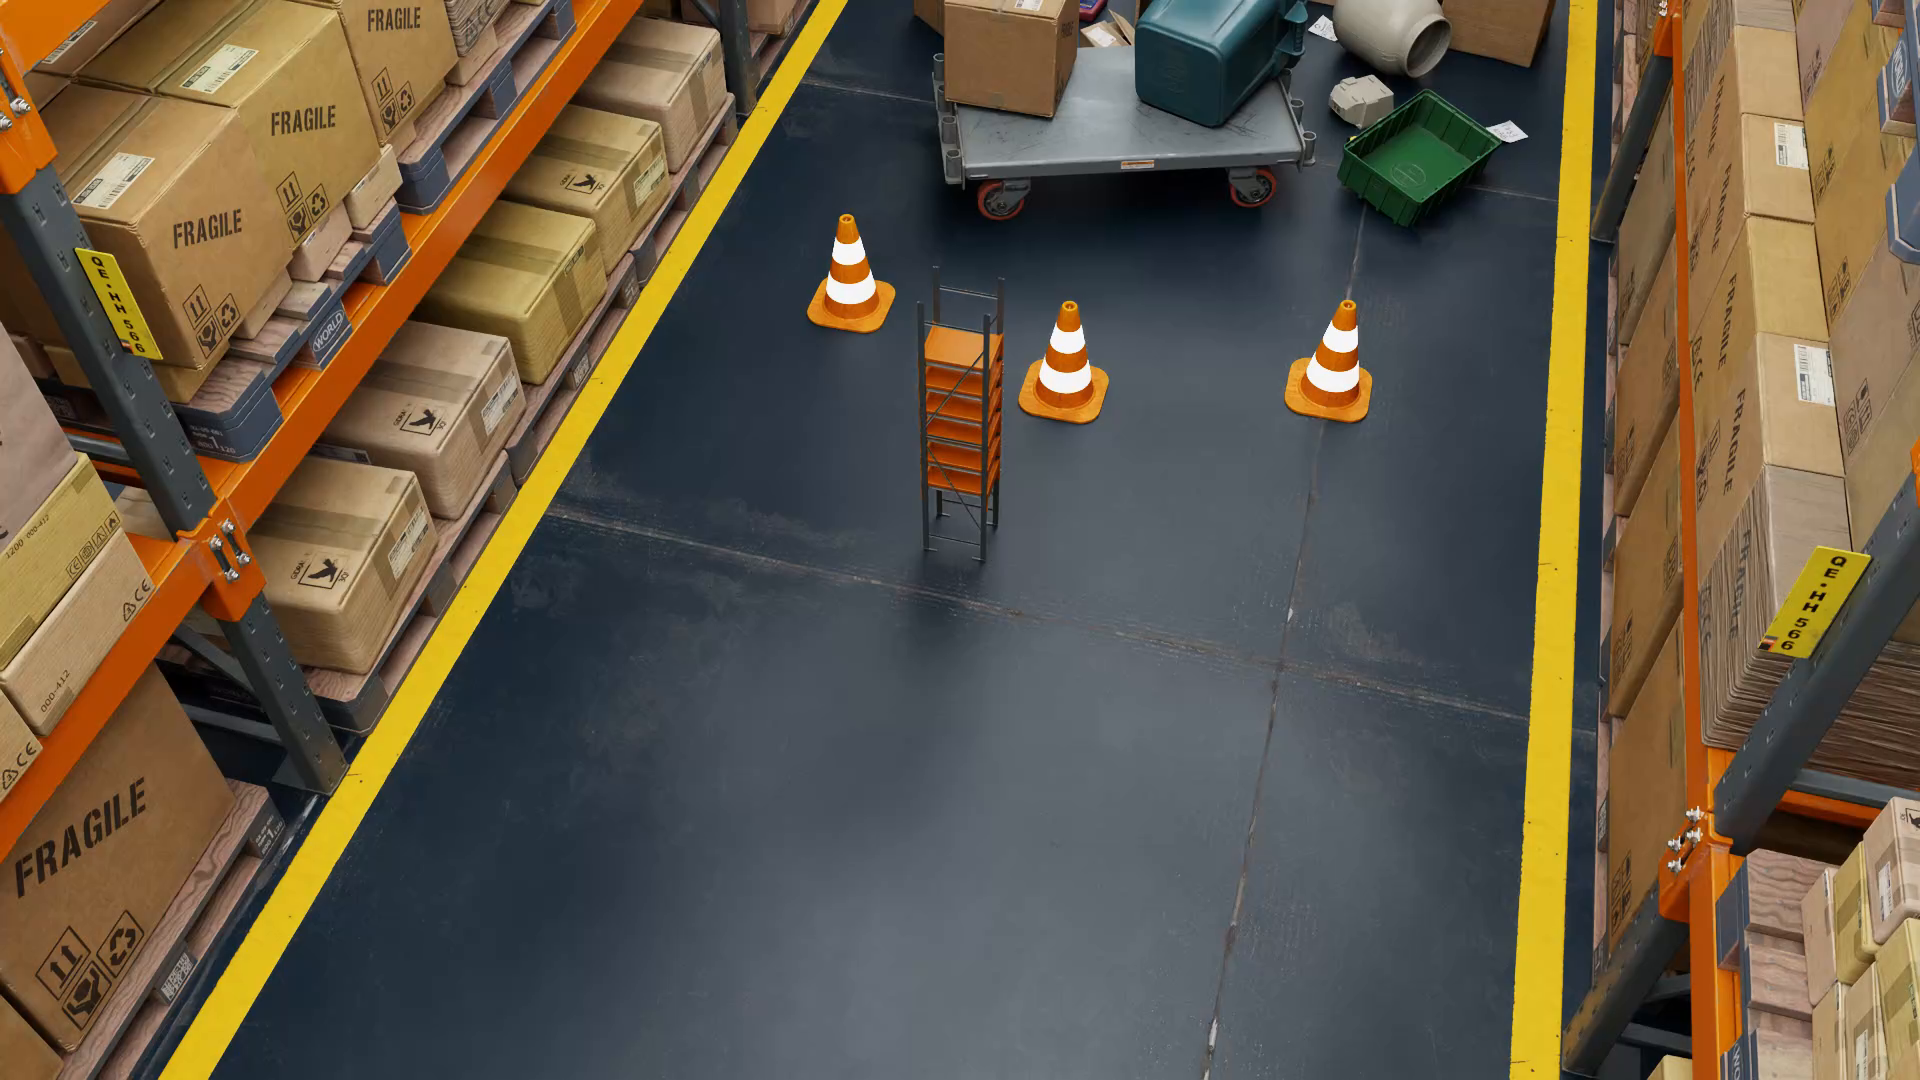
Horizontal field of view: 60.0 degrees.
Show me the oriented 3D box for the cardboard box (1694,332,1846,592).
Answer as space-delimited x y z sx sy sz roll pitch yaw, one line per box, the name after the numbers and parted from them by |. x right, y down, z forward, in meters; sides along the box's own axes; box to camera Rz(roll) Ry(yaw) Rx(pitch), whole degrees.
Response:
2.252 -0.152 4.317 0.500 0.500 0.500 12 50 10 | cardboard box

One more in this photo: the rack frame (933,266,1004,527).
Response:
0.028 -0.474 5.868 0.240 1.200 0.006 12 50 10 | rack frame

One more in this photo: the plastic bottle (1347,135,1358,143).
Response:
1.929 -1.798 7.796 0.133 0.061 0.283 -11 50 -10 | plastic bottle

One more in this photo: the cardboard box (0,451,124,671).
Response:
-2.425 0.001 4.015 0.500 0.250 0.500 11 50 10 | cardboard box

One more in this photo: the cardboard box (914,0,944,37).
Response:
0.105 -2.857 8.436 0.500 0.500 0.500 -27 54 -22 | cardboard box

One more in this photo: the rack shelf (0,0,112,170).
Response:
-2.016 -2.485 4.922 1.077 0.370 4.000 12 50 10 | rack shelf

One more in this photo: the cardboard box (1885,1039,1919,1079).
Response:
1.814 1.035 2.827 0.380 0.149 0.250 11 50 10 | cardboard box

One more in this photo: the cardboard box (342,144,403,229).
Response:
-1.962 -1.119 5.125 0.380 0.149 0.250 12 50 10 | cardboard box

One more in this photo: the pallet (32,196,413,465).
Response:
-2.457 -0.757 5.045 1.213 0.211 1.003 12 50 10 | pallet

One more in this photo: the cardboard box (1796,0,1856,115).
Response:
2.921 -1.539 4.874 0.700 0.500 0.500 12 50 10 | cardboard box

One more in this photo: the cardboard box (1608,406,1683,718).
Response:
2.734 0.170 5.320 1.050 0.750 0.750 12 50 11 | cardboard box

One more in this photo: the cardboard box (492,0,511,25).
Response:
-1.809 -1.901 5.814 0.380 0.149 0.250 10 49 9 | cardboard box

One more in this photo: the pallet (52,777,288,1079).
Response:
-2.822 1.195 5.055 1.003 0.211 1.213 12 50 10 | pallet

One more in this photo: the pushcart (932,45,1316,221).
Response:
0.723 -1.895 7.671 1.648 0.377 0.936 -4 49 -3 | pushcart

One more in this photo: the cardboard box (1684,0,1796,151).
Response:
2.782 -1.614 5.607 0.500 0.500 0.500 12 50 10 | cardboard box

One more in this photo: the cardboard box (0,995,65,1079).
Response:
-3.043 1.408 4.144 0.875 0.875 0.875 12 50 10 | cardboard box

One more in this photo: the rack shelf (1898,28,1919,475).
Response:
2.786 -1.581 4.124 1.077 0.370 4.000 12 50 10 | rack shelf

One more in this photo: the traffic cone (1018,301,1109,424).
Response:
0.423 -0.757 6.610 0.336 0.463 0.334 12 50 10 | traffic cone

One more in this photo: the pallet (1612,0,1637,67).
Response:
3.907 -2.770 8.554 1.003 0.211 1.213 12 50 10 | pallet

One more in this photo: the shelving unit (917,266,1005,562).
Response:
0.004 -0.407 5.809 0.258 1.200 0.189 12 50 10 | shelving unit

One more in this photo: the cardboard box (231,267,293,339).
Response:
-2.171 -0.736 4.786 0.380 0.149 0.250 9 49 8 | cardboard box

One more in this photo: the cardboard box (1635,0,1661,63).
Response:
3.779 -2.803 7.860 0.875 0.875 0.875 12 50 10 | cardboard box

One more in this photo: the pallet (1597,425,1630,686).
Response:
2.863 0.108 6.014 1.003 0.211 1.213 12 50 10 | pallet

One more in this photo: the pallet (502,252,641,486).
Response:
-2.012 -0.805 6.820 1.003 0.211 1.213 12 50 10 | pallet

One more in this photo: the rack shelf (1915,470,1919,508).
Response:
1.733 1.312 1.570 1.077 0.370 4.000 12 50 10 | rack shelf

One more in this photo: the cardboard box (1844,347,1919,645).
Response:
2.388 -0.067 3.575 0.700 0.500 0.500 11 50 10 | cardboard box

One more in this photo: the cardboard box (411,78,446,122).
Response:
-1.937 -1.521 5.479 0.380 0.149 0.250 13 50 12 | cardboard box

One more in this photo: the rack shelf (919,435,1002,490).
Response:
0.004 -0.299 5.933 0.258 0.103 0.180 12 50 10 | rack shelf

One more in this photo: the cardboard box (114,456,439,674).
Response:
-2.384 0.040 5.686 0.950 0.372 0.625 9 49 7 | cardboard box

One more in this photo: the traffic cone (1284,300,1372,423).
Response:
1.503 -0.762 6.614 0.336 0.463 0.334 12 50 10 | traffic cone

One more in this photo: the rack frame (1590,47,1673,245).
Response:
3.313 -2.273 6.256 1.000 3.000 0.127 12 50 10 | rack frame

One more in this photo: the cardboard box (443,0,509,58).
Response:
-1.798 -1.958 5.432 0.500 0.500 0.500 10 49 9 | cardboard box

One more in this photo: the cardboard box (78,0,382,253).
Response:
-2.070 -1.212 4.774 0.500 0.500 0.500 14 50 12 | cardboard box

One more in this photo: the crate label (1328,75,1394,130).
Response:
1.943 -2.126 8.035 0.298 0.136 0.250 -19 51 -16 | crate label

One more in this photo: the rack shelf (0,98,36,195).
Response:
-3.069 0.409 2.368 1.077 0.370 4.000 12 50 10 | rack shelf

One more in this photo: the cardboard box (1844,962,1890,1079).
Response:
1.870 0.972 3.080 0.380 0.149 0.250 14 50 12 | cardboard box

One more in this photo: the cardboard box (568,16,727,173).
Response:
-1.625 -2.066 7.546 0.950 0.372 0.625 12 50 11 | cardboard box

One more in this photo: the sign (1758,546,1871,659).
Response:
1.723 0.130 3.362 0.100 0.325 0.005 12 50 10 | sign

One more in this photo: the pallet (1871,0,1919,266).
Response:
2.378 -0.786 3.068 1.213 0.211 1.003 14 50 12 | pallet

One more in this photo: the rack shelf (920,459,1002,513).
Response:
0.004 -0.219 6.023 0.258 0.103 0.180 12 50 10 | rack shelf

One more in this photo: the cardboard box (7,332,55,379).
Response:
-2.683 -0.623 4.687 0.380 0.149 0.250 13 50 11 | cardboard box

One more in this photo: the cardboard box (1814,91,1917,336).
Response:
2.652 -0.804 4.226 0.700 0.500 0.500 11 49 9 | cardboard box

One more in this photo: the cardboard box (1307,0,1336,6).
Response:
1.988 -2.975 8.699 0.396 0.266 0.258 19 51 16 | cardboard box

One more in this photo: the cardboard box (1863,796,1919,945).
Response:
1.950 0.667 3.152 0.380 0.149 0.250 12 50 10 | cardboard box

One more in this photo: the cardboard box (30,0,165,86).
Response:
-2.565 -1.314 4.864 0.500 0.500 0.500 11 49 9 | cardboard box

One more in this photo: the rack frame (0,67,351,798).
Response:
-2.542 -0.284 4.500 1.000 3.000 0.127 12 50 10 | rack frame

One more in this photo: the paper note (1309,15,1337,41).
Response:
1.905 -2.632 8.557 0.172 0.023 0.155 28 54 22 | paper note

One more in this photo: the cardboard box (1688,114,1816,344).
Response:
2.514 -0.885 4.964 0.500 0.500 0.500 12 50 11 | cardboard box

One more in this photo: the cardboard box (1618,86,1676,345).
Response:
3.236 -1.201 6.530 1.050 0.750 0.750 11 50 10 | cardboard box

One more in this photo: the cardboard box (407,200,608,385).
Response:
-1.992 -1.042 6.642 0.950 0.372 0.625 13 50 11 | cardboard box

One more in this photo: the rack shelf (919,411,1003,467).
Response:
0.004 -0.378 5.843 0.258 0.103 0.180 12 50 10 | rack shelf

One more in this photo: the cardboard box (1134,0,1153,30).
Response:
1.305 -2.841 8.331 0.797 0.637 0.503 12 50 10 | cardboard box

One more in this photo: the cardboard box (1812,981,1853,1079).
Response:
1.877 1.042 3.217 0.380 0.149 0.250 14 50 12 | cardboard box

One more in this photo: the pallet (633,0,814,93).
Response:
-1.347 -2.747 8.534 1.003 0.211 1.213 12 50 10 | pallet

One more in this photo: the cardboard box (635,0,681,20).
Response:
-1.593 -2.887 8.351 0.500 0.250 0.500 14 50 12 | cardboard box

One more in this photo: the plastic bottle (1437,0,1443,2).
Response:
2.414 -2.884 8.755 0.283 0.061 0.133 -4 49 -3 | plastic bottle

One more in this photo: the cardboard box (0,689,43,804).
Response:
-2.544 0.556 3.859 0.500 0.250 0.500 12 50 11 | cardboard box
